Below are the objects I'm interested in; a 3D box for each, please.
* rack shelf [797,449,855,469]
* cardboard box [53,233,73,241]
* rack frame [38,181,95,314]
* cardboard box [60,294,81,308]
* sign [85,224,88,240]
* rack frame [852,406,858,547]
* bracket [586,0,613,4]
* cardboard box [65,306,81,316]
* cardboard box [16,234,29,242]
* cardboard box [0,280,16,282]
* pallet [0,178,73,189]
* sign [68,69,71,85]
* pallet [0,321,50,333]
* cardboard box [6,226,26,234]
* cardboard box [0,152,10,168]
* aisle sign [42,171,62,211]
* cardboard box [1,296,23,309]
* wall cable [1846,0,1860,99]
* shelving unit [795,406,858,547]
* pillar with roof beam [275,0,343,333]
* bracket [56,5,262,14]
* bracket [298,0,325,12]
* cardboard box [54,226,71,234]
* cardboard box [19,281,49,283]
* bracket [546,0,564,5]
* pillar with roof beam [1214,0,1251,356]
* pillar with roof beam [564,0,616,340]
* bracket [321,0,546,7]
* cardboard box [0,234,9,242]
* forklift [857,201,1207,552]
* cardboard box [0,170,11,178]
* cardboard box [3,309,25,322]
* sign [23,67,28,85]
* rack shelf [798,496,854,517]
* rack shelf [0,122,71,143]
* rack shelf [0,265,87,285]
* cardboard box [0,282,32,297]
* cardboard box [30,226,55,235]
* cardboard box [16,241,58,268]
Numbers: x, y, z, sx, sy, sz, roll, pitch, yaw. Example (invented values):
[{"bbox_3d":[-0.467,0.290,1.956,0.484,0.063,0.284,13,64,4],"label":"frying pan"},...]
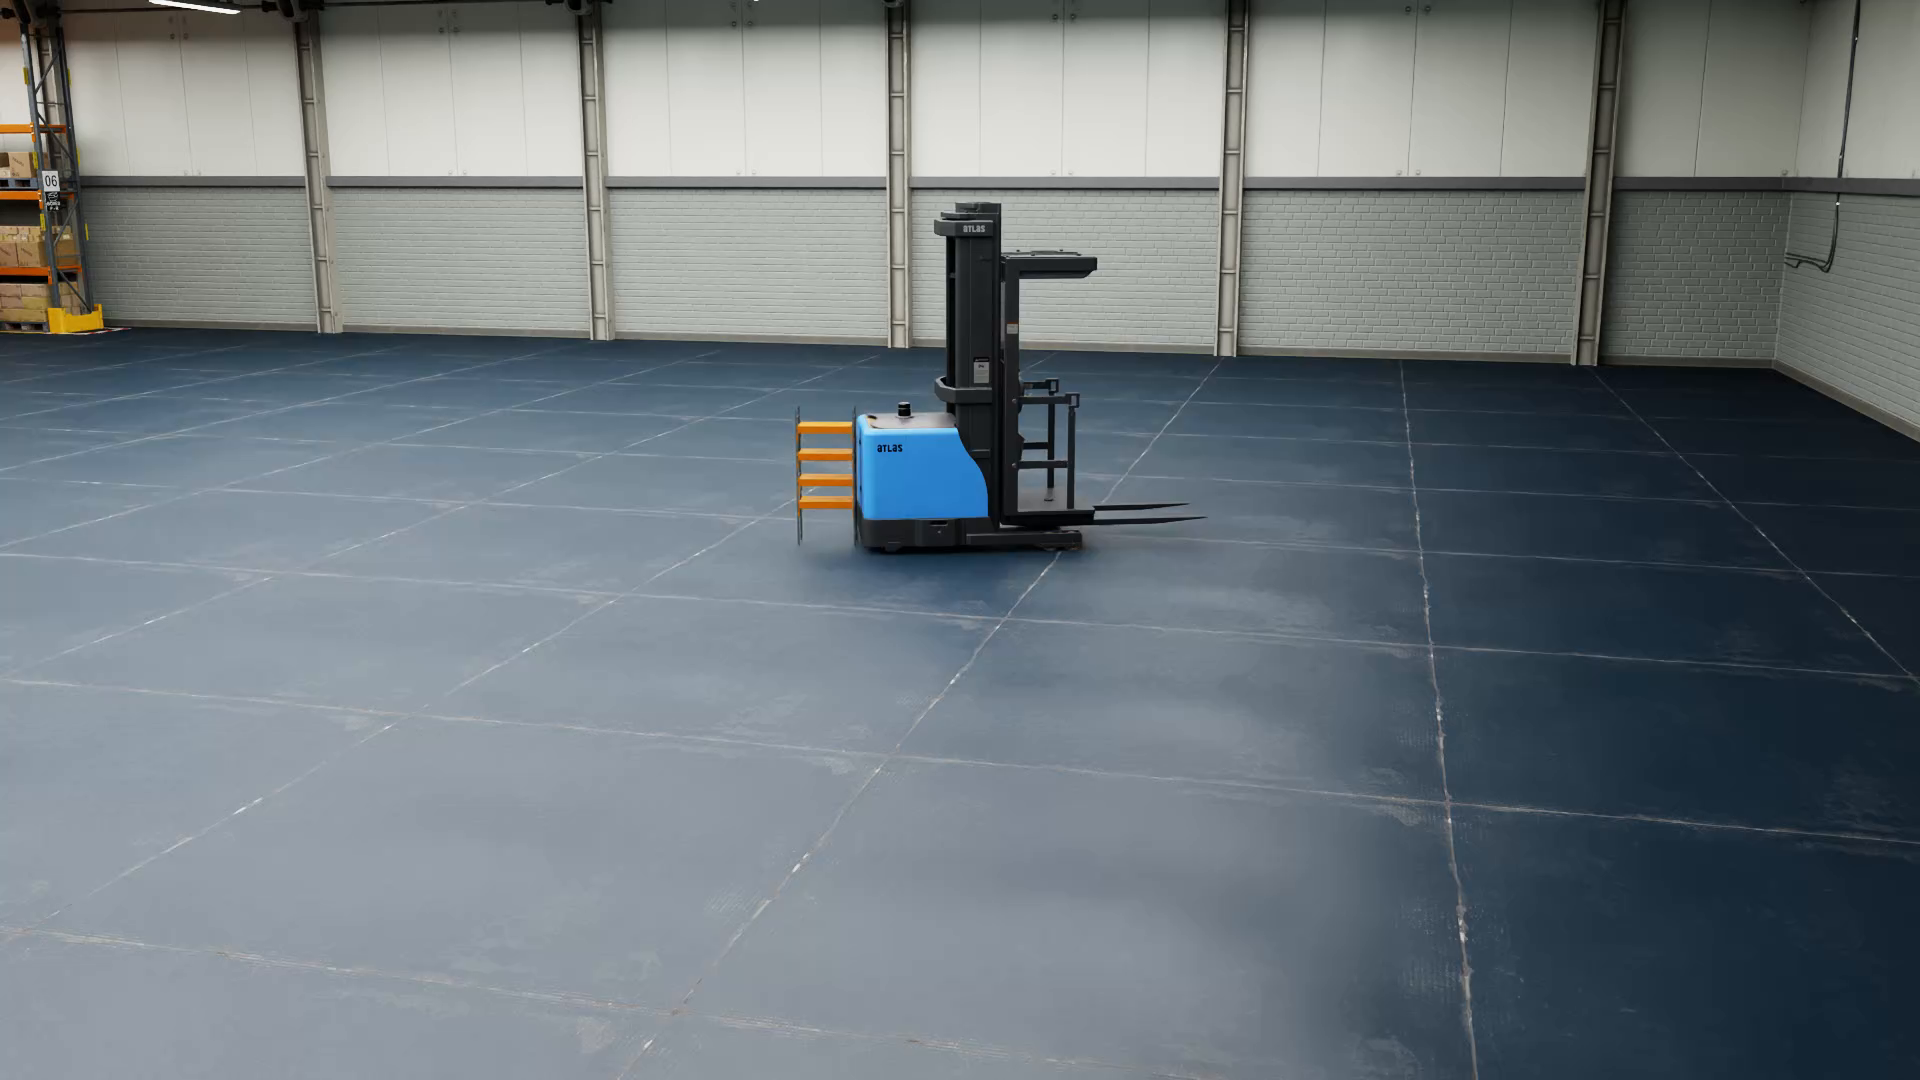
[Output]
[{"bbox_3d":[-1.160,-0.709,14.435,0.480,0.148,0.258,0,13,1],"label":"rack shelf"},{"bbox_3d":[-18.391,-6.200,34.026,0.250,0.149,0.380,3,13,12],"label":"cardboard box"},{"bbox_3d":[-18.124,-5.763,33.782,0.127,3.000,1.000,3,13,14],"label":"rack frame"},{"bbox_3d":[-18.530,-4.937,34.287,0.500,0.250,0.500,3,13,15],"label":"cardboard box"},{"bbox_3d":[-17.985,-6.340,34.205,0.005,0.325,0.100,3,13,14],"label":"sign"},{"bbox_3d":[-0.916,-0.555,14.465,0.015,1.200,0.240,0,13,1],"label":"rack frame"},{"bbox_3d":[-6.615,-9.955,30.519,0.430,0.232,0.235,3,13,14],"label":"bracket"},{"bbox_3d":[-18.554,-4.692,34.335,0.500,0.250,0.500,3,13,14],"label":"cardboard box"},{"bbox_3d":[-18.783,-6.094,33.548,0.250,0.149,0.380,3,13,14],"label":"cardboard box"},{"bbox_3d":[-20.010,-5.260,34.585,0.500,0.250,0.500,3,13,12],"label":"cardboard box"},{"bbox_3d":[-18.804,-7.226,33.657,1.213,0.211,1.003,3,13,14],"label":"pallet"},{"bbox_3d":[-17.985,-9.341,33.539,0.005,0.325,0.100,3,13,14],"label":"sign"},{"bbox_3d":[-18.876,-4.432,34.223,1.213,0.211,1.003,3,13,14],"label":"pallet"},{"bbox_3d":[-19.029,-6.262,33.617,0.250,0.149,0.380,3,13,15],"label":"cardboard box"},{"bbox_3d":[-19.582,-7.576,33.597,0.500,0.500,0.700,3,13,14],"label":"cardboard box"},{"bbox_3d":[-18.130,-6.967,33.207,0.004,0.787,0.394,3,13,14],"label":"aisle sign"},{"bbox_3d":[-19.156,-4.857,33.926,0.500,0.250,0.500,3,13,13],"label":"cardboard box"},{"bbox_3d":[12.438,-7.310,22.415,0.112,2.526,3.097,3,13,14],"label":"wall cable"},{"bbox_3d":[-1.160,-0.556,14.469,0.503,1.200,0.258,0,13,1],"label":"shelving unit"},{"bbox_3d":[-13.790,-7.700,28.666,0.548,9.000,9.100,3,13,14],"label":"pillar with roof beam"},{"bbox_3d":[-15.748,-10.444,32.720,4.783,0.066,0.076,3,13,14],"label":"bracket"},{"bbox_3d":[-12.441,-10.267,31.923,0.430,0.232,0.235,3,13,14],"label":"bracket"},{"bbox_3d":[-18.399,-6.336,33.950,0.250,0.149,0.380,3,13,12],"label":"cardboard box"},{"bbox_3d":[-19.031,-5.203,34.332,0.500,0.250,0.500,3,13,14],"label":"cardboard box"},{"bbox_3d":[-7.421,-9.999,30.713,0.430,0.232,0.235,3,13,14],"label":"bracket"},{"bbox_3d":[3.686,-6.766,24.455,0.548,9.000,9.100,3,13,14],"label":"pillar with roof beam"},{"bbox_3d":[-7.965,-7.389,27.262,0.548,9.000,9.100,3,13,14],"label":"pillar with roof beam"},{"bbox_3d":[-9.923,-10.132,31.316,4.783,0.066,0.076,3,13,14],"label":"bracket"},{"bbox_3d":[-19.258,-6.136,33.736,0.250,0.149,0.380,3,13,13],"label":"cardboard box"},{"bbox_3d":[0.626,-1.447,14.490,3.031,2.935,1.130,-2,13,-7],"label":"forklift"},{"bbox_3d":[-19.001,-7.337,33.334,0.250,0.149,0.380,3,13,12],"label":"cardboard box"},{"bbox_3d":[-19.136,-4.611,33.970,0.500,0.250,0.500,3,13,14],"label":"cardboard box"},{"bbox_3d":[-18.268,-9.073,32.512,0.005,0.325,0.100,3,13,14],"label":"sign"},{"bbox_3d":[-1.160,-0.296,14.527,0.480,0.148,0.258,0,13,1],"label":"rack shelf"},{"bbox_3d":[-20.066,-8.249,33.722,4.000,0.370,1.077,3,13,14],"label":"rack shelf"},{"bbox_3d":[-20.066,-5.515,34.328,4.000,0.370,1.077,3,13,14],"label":"rack shelf"},{"bbox_3d":[-19.143,-5.097,33.852,0.500,0.250,0.500,3,13,15],"label":"cardboard box"},{"bbox_3d":[-18.522,-6.248,33.553,0.250,0.149,0.380,3,13,14],"label":"cardboard box"},{"bbox_3d":[-18.664,-5.782,33.638,0.500,0.500,0.500,3,13,12],"label":"cardboard box"}]
